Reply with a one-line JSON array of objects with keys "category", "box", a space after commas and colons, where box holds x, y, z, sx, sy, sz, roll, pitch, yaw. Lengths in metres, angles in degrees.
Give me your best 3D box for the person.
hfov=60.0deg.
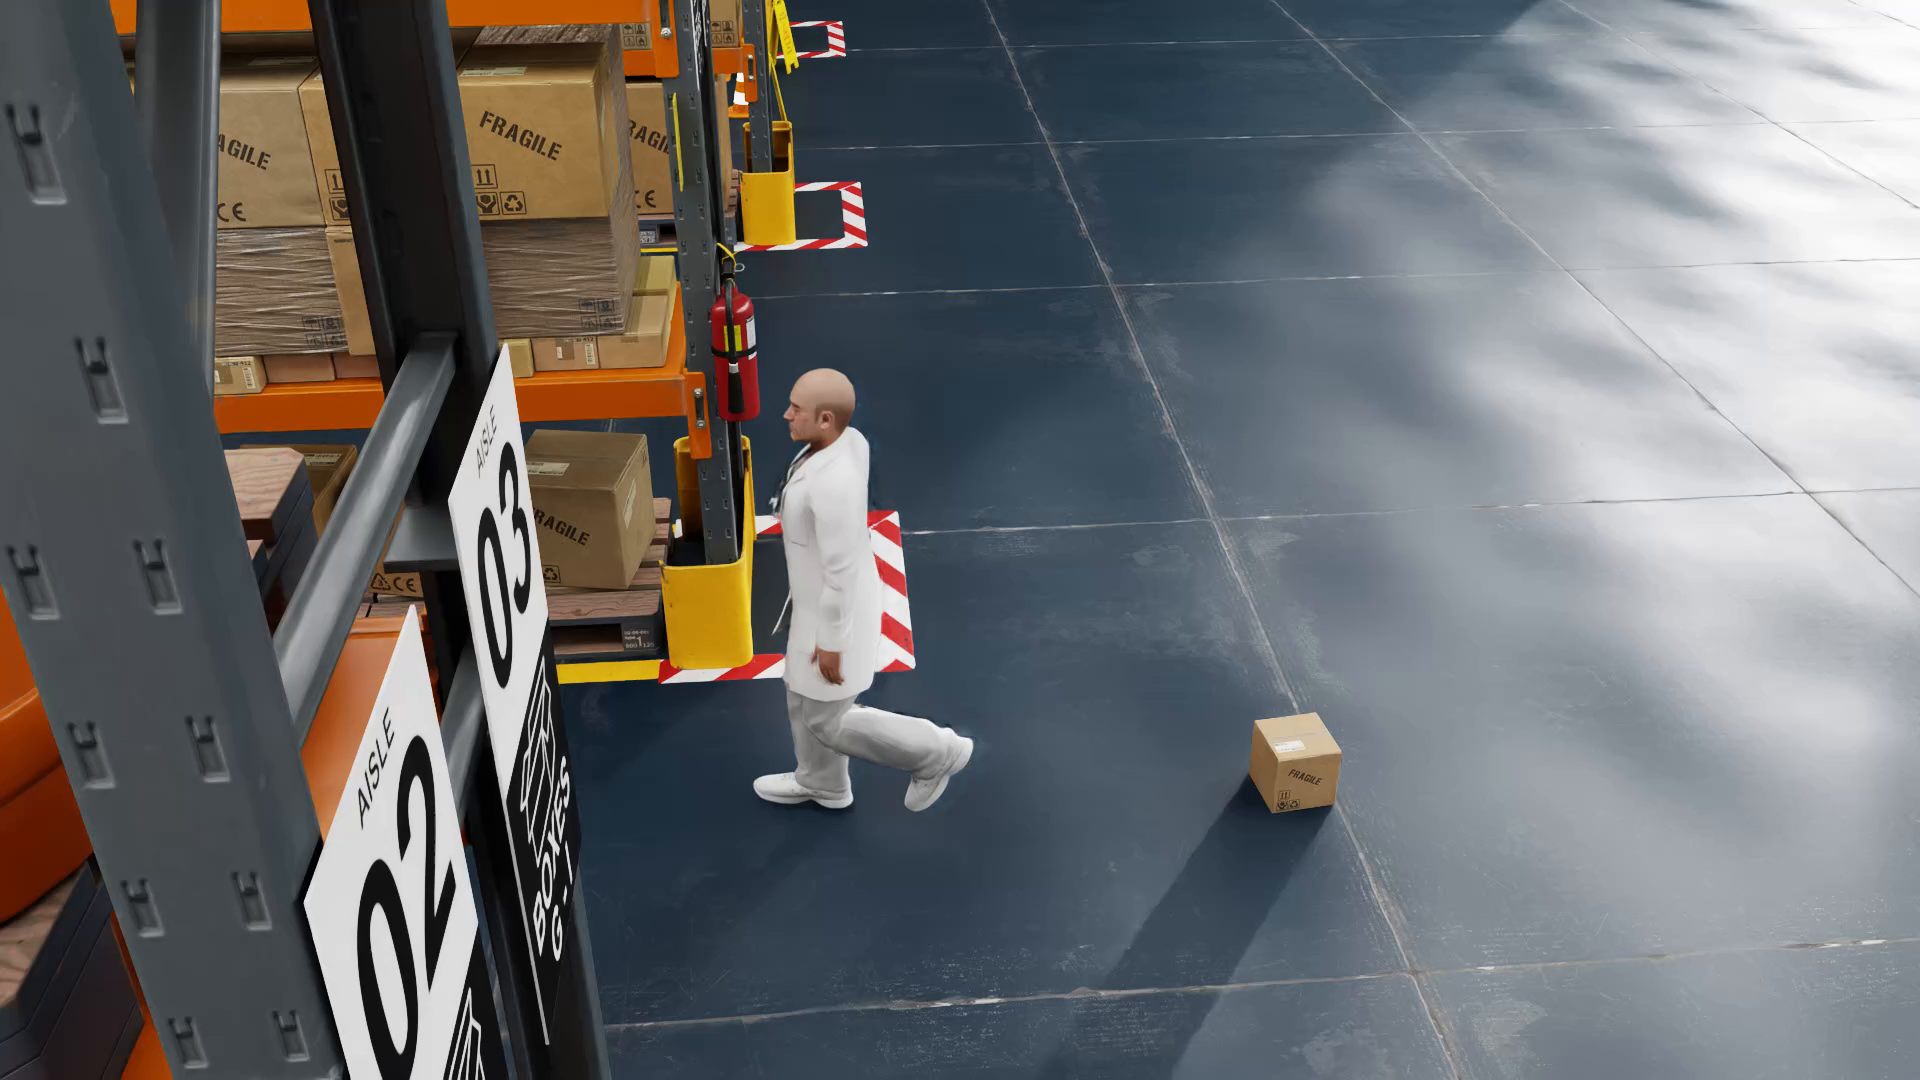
[{"category": "person", "box": [-0.362, 0.236, 5.711, 0.812, 1.756, 0.594, -1, 31, -1]}]
